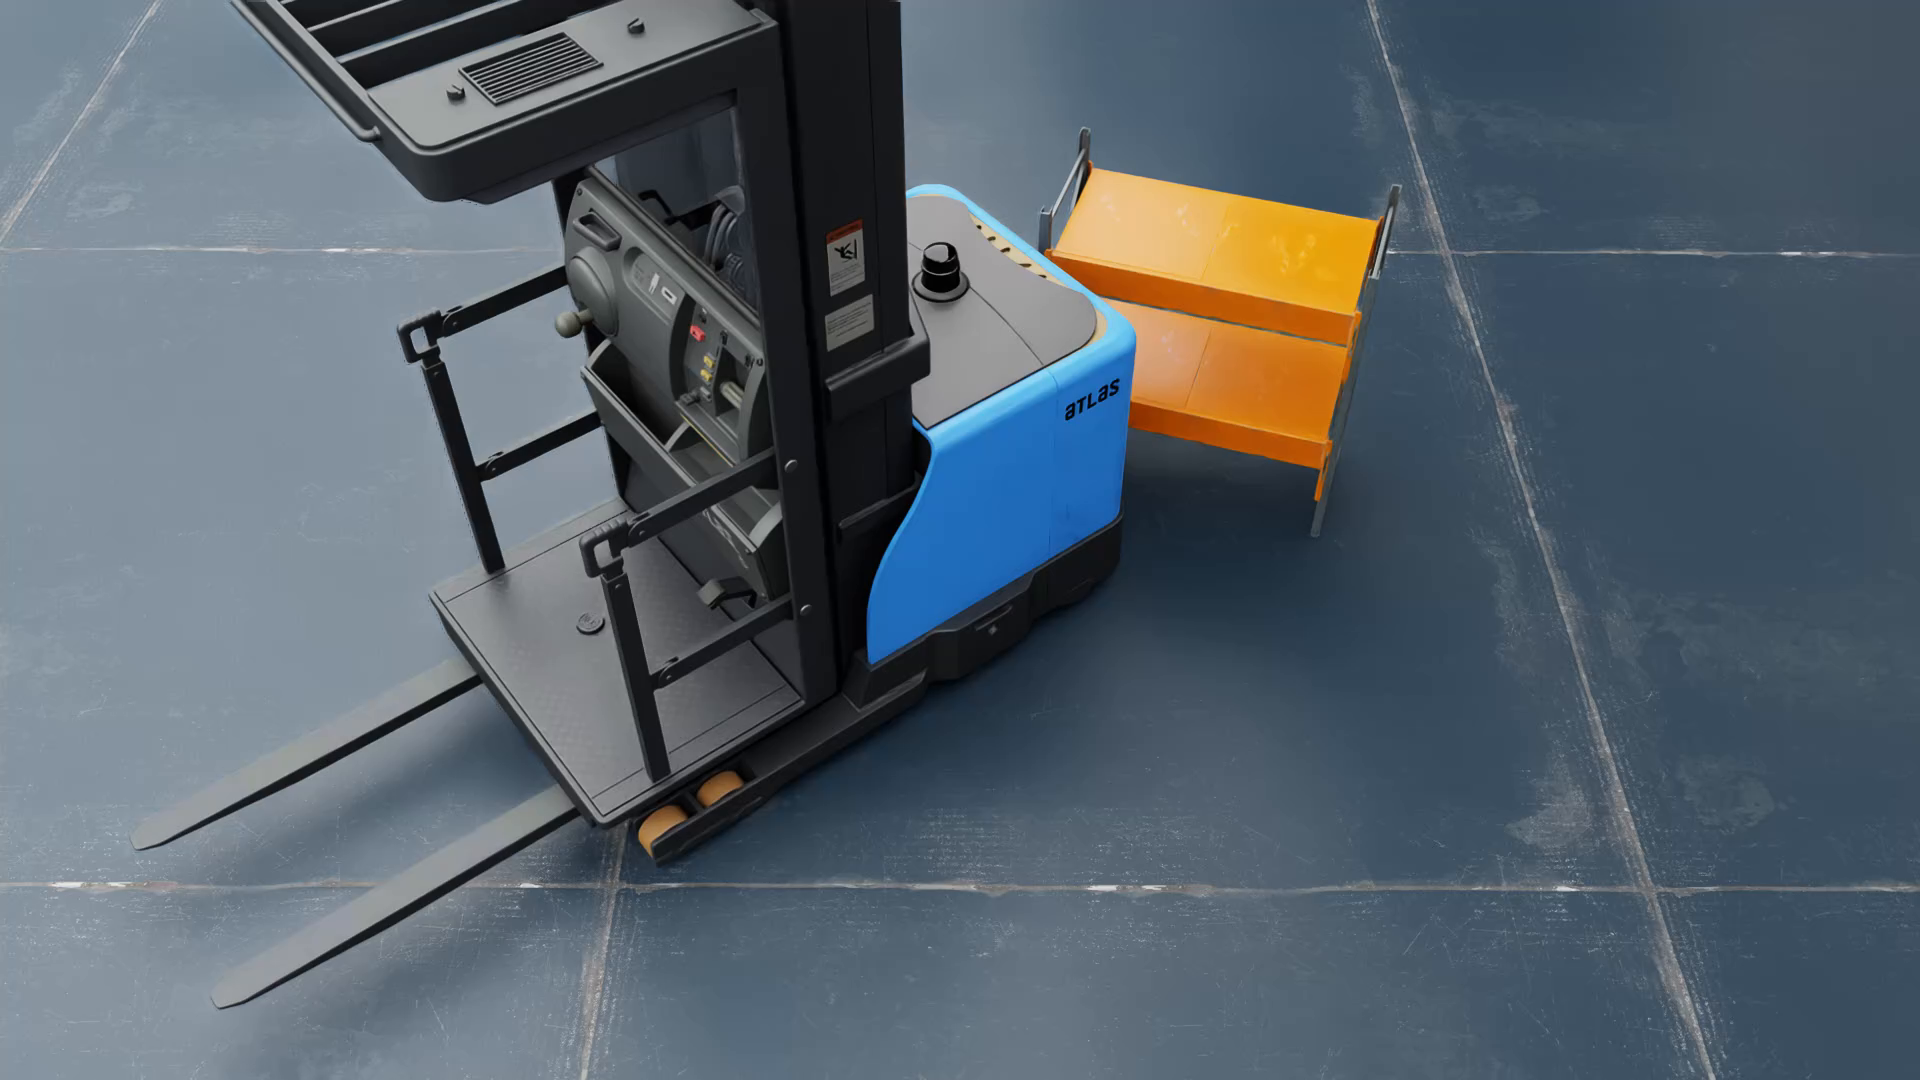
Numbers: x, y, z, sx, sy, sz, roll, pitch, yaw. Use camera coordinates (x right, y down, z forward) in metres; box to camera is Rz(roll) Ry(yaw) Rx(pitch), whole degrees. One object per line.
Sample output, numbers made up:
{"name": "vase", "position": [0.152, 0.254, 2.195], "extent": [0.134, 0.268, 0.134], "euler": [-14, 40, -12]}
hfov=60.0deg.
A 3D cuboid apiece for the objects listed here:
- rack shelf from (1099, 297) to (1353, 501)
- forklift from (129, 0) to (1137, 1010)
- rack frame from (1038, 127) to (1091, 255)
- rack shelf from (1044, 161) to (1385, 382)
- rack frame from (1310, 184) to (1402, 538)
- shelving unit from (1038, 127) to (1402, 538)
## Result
{"name": "rack shelf", "position": [0.822, -0.518, 5.798], "extent": [1.000, 0.278, 0.538], "euler": [14, 49, 12]}
{"name": "forklift", "position": [-0.937, -0.503, 4.216], "extent": [3.031, 2.935, 1.130], "euler": [-30, 54, -25]}
{"name": "rack frame", "position": [0.340, -0.801, 5.727], "extent": [0.032, 1.125, 0.500], "euler": [14, 49, 12]}
{"name": "rack shelf", "position": [0.822, -0.884, 5.405], "extent": [1.000, 0.278, 0.538], "euler": [14, 49, 12]}
{"name": "rack frame", "position": [1.305, -0.568, 5.510], "extent": [0.032, 1.125, 0.500], "euler": [14, 49, 12]}
{"name": "shelving unit", "position": [0.822, -0.685, 5.619], "extent": [1.048, 1.125, 0.538], "euler": [14, 49, 12]}
